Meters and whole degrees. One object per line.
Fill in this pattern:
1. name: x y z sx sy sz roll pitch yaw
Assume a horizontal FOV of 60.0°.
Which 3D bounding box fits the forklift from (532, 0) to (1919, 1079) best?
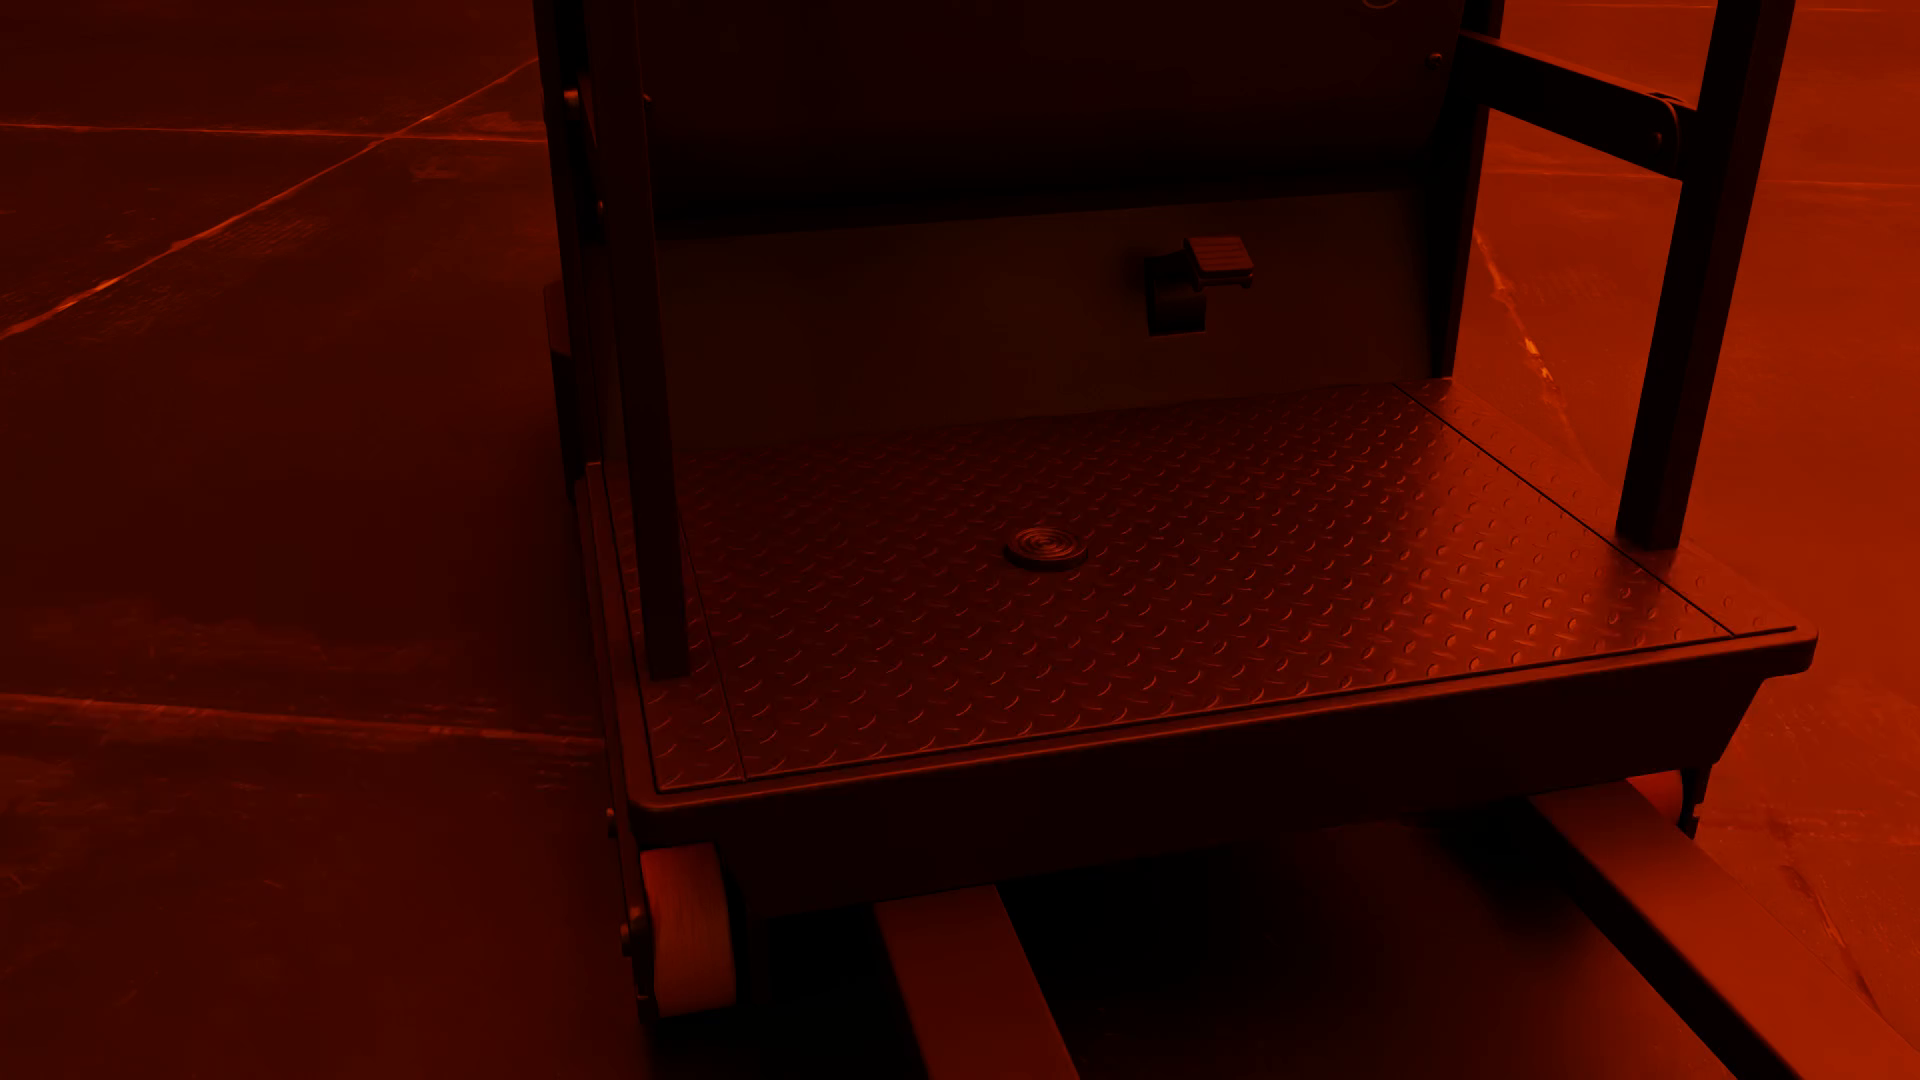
1. forklift: 0.153 -1.049 1.319 1.130 2.935 3.031 -7 27 -13
